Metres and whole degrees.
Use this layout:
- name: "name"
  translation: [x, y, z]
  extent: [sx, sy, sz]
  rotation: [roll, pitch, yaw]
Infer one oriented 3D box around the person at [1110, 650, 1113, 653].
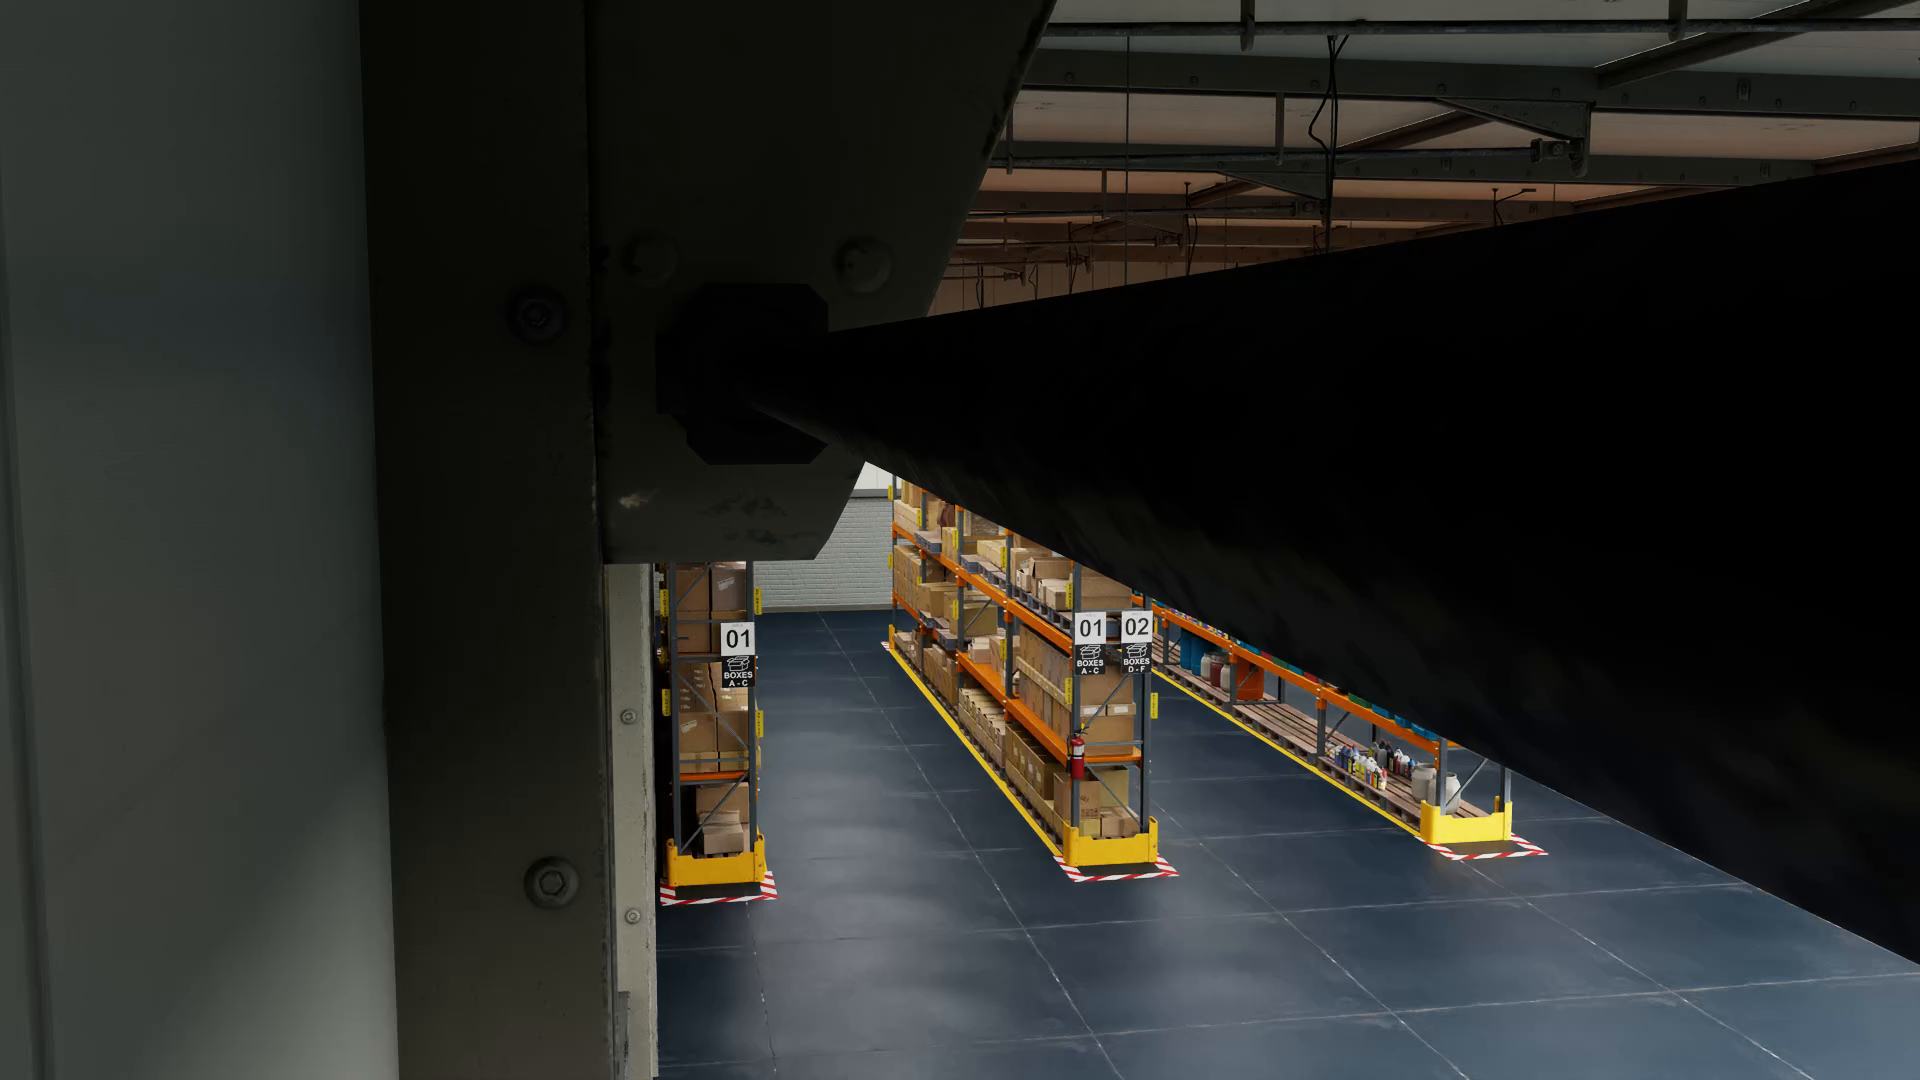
- name: "person"
  translation: [2.549, 2.268, 30.170]
  extent: [0.584, 1.710, 0.718]
  rotation: [-2, 6, -14]
